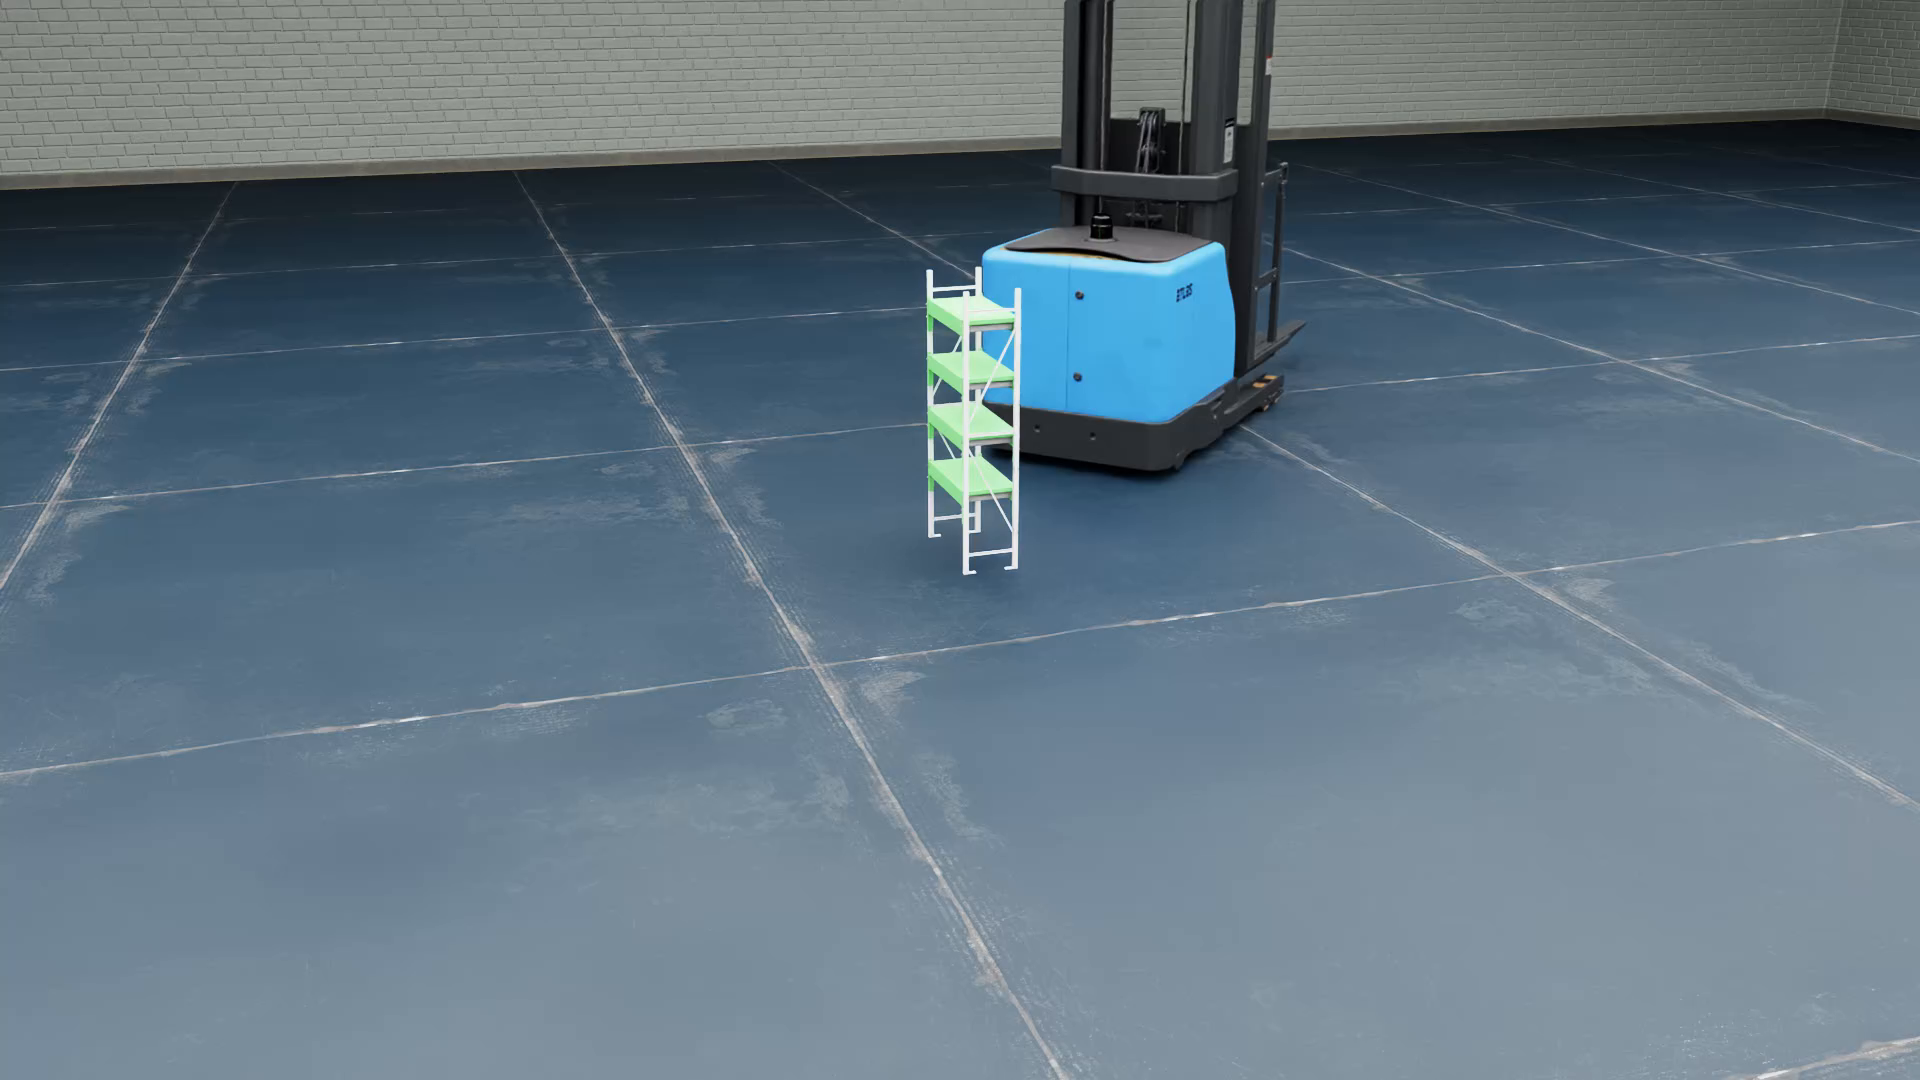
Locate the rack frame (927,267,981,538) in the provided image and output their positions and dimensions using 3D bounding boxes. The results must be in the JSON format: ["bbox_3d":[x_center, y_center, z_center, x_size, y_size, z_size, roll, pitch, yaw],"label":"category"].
[{"bbox_3d":[-0.025,-0.590,7.284,0.240,1.200,0.015,-6,21,-17],"label":"rack frame"}]

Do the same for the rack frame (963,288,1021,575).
[{"bbox_3d":[0.129,-0.433,6.848,0.240,1.200,0.015,-6,21,-17],"label":"rack frame"}]

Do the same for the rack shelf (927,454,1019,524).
[{"bbox_3d":[0.052,-0.226,7.169,0.258,0.148,0.480,-6,21,-17],"label":"rack shelf"}]

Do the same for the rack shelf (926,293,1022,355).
[{"bbox_3d":[0.052,-0.903,6.925,0.258,0.148,0.480,-6,21,-17],"label":"rack shelf"}]

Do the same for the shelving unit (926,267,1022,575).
[{"bbox_3d":[0.052,-0.512,7.066,0.258,1.200,0.503,-6,21,-17],"label":"shelving unit"}]

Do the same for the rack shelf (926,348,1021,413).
[{"bbox_3d":[0.052,-0.677,7.006,0.258,0.148,0.480,-6,21,-17],"label":"rack shelf"}]

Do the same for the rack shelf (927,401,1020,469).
[{"bbox_3d":[0.052,-0.451,7.087,0.258,0.148,0.480,-6,21,-17],"label":"rack shelf"}]

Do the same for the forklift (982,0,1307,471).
[{"bbox_3d":[1.223,-2.173,9.131,1.130,2.935,3.031,10,22,26],"label":"forklift"}]
